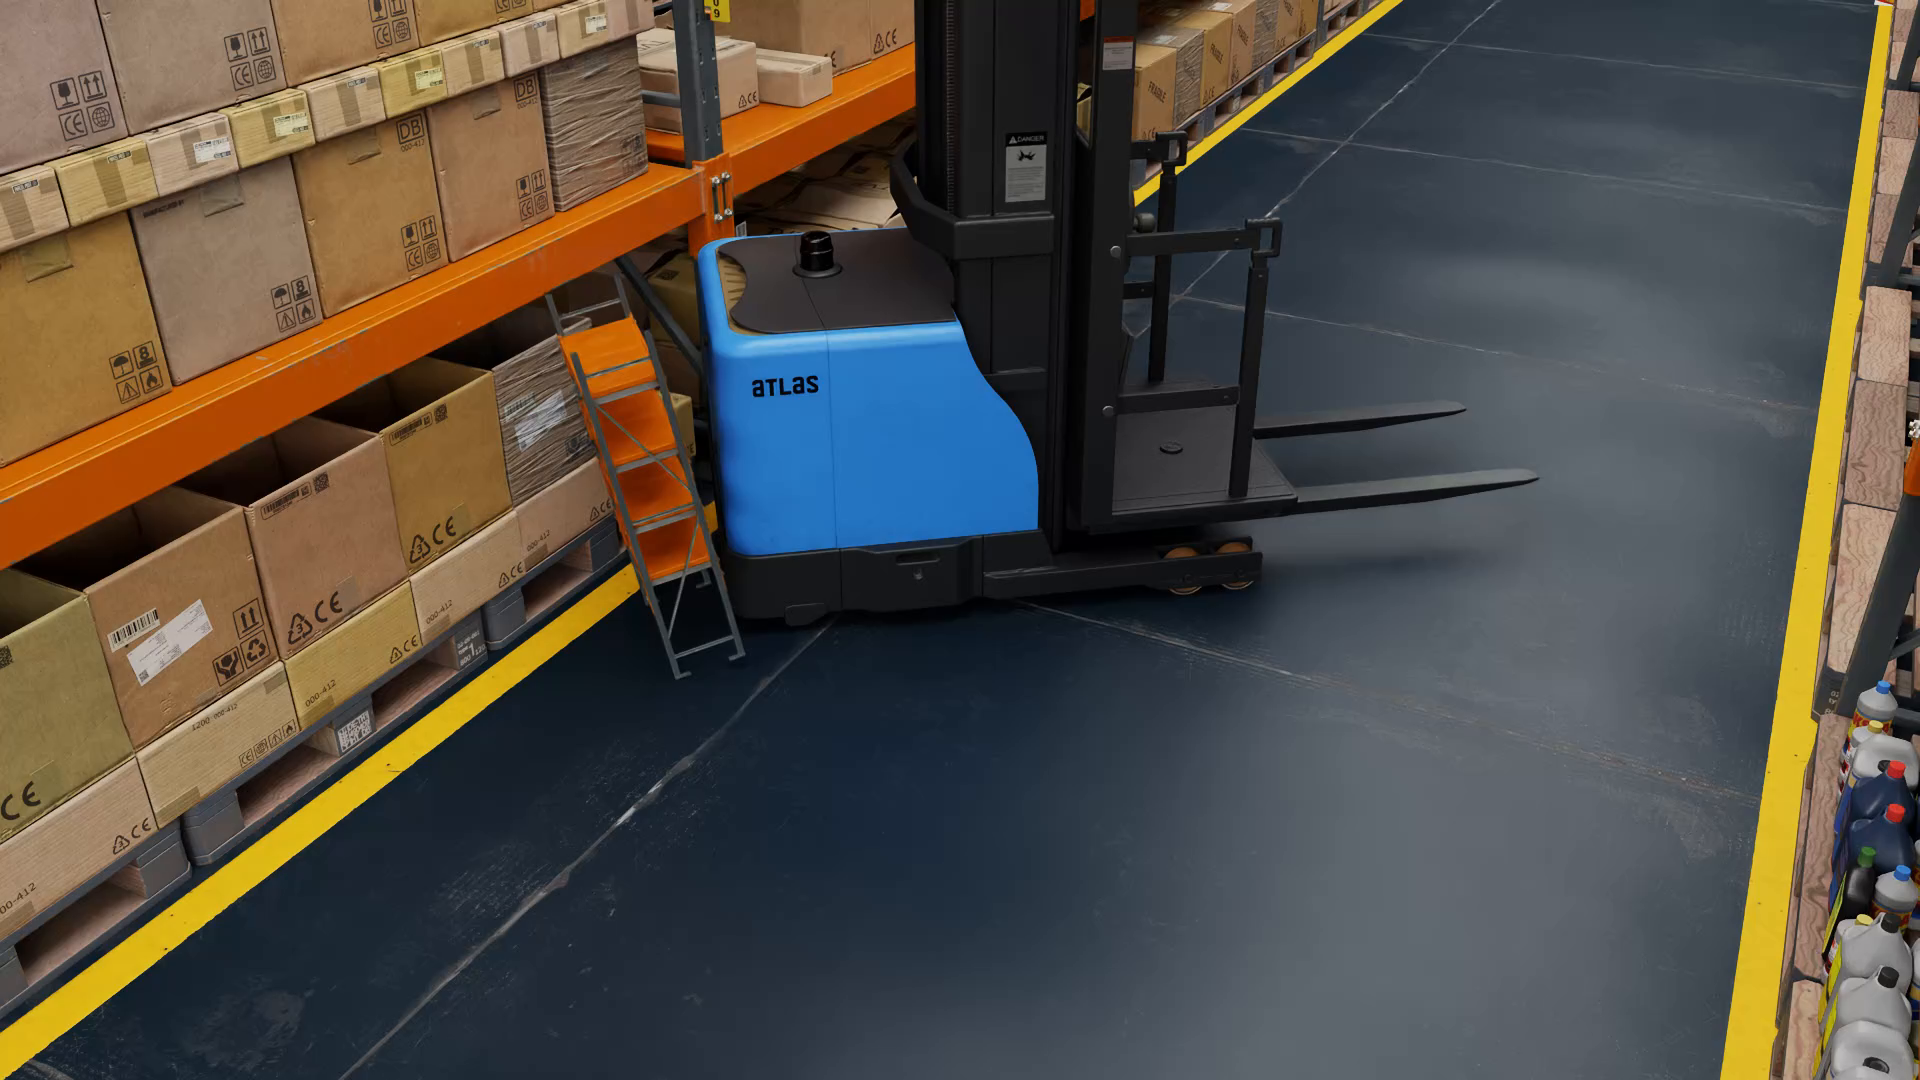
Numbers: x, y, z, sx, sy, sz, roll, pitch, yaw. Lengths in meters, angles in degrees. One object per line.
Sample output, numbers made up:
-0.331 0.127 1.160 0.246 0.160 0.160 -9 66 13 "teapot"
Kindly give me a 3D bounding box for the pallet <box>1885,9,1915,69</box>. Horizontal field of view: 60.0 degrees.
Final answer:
7.578 -3.736 12.543 1.003 0.211 1.213 14 33 23 "pallet"

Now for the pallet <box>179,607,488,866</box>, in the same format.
-2.284 0.449 5.256 1.003 0.211 1.213 14 33 23 "pallet"

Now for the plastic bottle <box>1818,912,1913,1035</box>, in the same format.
2.062 0.973 3.762 0.144 0.351 0.185 14 33 23 "plastic bottle"

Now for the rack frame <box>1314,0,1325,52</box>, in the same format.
2.315 -5.193 12.280 1.000 3.000 0.127 14 33 23 "rack frame"

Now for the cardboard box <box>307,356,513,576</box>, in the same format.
-1.809 -0.264 5.284 0.500 0.500 0.500 14 33 23 "cardboard box"

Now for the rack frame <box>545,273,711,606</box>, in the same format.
-1.090 -0.306 5.547 0.240 1.200 0.015 -19 34 -12 "rack frame"

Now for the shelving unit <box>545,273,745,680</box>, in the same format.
-1.004 -0.192 5.349 0.258 1.200 0.503 -19 34 -12 "shelving unit"

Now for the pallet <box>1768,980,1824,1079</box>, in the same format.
2.181 1.520 3.392 1.003 0.211 1.213 14 33 23 "pallet"

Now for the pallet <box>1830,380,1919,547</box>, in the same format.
3.956 -0.211 6.406 1.003 0.211 1.213 14 33 23 "pallet"

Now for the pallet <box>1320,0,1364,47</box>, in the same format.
2.629 -4.287 13.504 1.003 0.211 1.213 14 33 23 "pallet"

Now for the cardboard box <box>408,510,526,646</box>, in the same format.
-1.797 0.064 5.466 0.500 0.250 0.500 14 33 23 "cardboard box"

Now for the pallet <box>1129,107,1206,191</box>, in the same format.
0.866 -2.532 10.448 1.003 0.211 1.213 14 33 23 "pallet"

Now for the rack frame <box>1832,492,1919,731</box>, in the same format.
3.078 -0.521 4.145 1.000 3.000 0.127 14 33 23 "rack frame"

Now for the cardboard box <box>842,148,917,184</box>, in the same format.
-0.220 -1.687 7.953 0.500 0.311 0.500 15 33 25 "cardboard box"

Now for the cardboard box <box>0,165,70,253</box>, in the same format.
-2.312 -0.781 3.845 0.380 0.149 0.250 13 32 22 "cardboard box"

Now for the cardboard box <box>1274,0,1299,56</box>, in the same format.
2.113 -3.798 11.921 0.500 0.500 0.500 14 33 23 "cardboard box"

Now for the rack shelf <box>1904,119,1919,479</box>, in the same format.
3.989 -1.095 5.868 1.077 0.370 4.000 14 33 23 "rack shelf"

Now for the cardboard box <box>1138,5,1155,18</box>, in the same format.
0.946 -3.223 10.919 0.500 0.500 0.500 13 32 22 "cardboard box"

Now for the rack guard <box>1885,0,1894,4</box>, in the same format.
8.544 -4.770 14.054 1.175 0.500 0.348 14 33 23 "rack guard"

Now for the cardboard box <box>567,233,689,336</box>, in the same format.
-1.400 -1.124 6.971 0.500 0.311 0.500 14 33 23 "cardboard box"

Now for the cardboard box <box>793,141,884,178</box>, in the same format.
-0.707 -1.798 8.146 0.500 0.311 0.500 14 33 23 "cardboard box"

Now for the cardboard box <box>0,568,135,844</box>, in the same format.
-2.483 0.403 4.123 0.500 0.500 0.500 14 33 23 "cardboard box"

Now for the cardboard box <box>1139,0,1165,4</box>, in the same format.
1.194 -3.800 11.170 0.500 0.250 0.500 14 33 22 "cardboard box"

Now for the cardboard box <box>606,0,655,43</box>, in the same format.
-1.263 -1.802 5.623 0.380 0.149 0.250 14 33 23 "cardboard box"

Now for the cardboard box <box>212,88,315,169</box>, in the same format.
-1.961 -1.121 4.437 0.380 0.149 0.250 15 33 25 "cardboard box"

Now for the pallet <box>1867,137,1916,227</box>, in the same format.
5.779 -1.982 9.490 1.003 0.211 1.213 14 33 23 "pallet"

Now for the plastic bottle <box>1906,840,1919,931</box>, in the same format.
2.383 0.827 4.096 0.097 0.271 0.097 0 30 0 "plastic bottle"

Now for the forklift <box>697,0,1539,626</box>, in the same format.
0.614 -1.330 5.622 3.031 2.935 1.130 -5 30 -9 "forklift"

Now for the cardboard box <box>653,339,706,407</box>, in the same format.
-0.925 -0.758 6.898 0.500 0.250 0.500 13 33 22 "cardboard box"

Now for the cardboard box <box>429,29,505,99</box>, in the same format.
-1.613 -1.459 5.027 0.380 0.149 0.250 14 33 23 "cardboard box"

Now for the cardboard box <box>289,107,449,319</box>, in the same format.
-1.993 -1.034 4.939 0.700 0.500 0.500 15 33 24 "cardboard box"

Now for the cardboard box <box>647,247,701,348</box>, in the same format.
-0.920 -1.006 6.765 0.500 0.311 0.500 14 33 23 "cardboard box"

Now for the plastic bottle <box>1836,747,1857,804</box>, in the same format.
2.450 0.634 4.502 0.097 0.201 0.097 0 30 0 "plastic bottle"

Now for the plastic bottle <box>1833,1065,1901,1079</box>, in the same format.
1.842 1.224 3.400 0.152 0.276 0.135 15 33 24 "plastic bottle"

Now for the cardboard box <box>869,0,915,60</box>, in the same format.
-0.497 -2.482 7.459 0.500 0.500 0.500 14 33 23 "cardboard box"

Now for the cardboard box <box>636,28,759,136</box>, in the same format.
-1.144 -1.809 6.539 0.500 0.250 0.500 17 34 26 "cardboard box"

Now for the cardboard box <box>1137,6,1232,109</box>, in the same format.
1.421 -3.118 10.735 0.500 0.500 0.500 14 33 23 "cardboard box"

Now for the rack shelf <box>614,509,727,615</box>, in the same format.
-0.962 0.027 5.493 0.258 0.148 0.480 -19 34 -12 "rack shelf"

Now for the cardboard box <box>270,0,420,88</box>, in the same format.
-1.984 -1.608 4.634 0.700 0.500 0.500 14 33 23 "cardboard box"

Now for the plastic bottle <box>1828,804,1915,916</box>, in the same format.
2.255 0.785 4.090 0.144 0.351 0.185 13 32 21 "plastic bottle"

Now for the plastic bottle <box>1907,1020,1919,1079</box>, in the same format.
2.104 1.128 3.641 0.097 0.201 0.097 0 30 0 "plastic bottle"

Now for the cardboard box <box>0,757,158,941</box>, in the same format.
-2.485 0.728 4.310 0.500 0.250 0.500 14 33 23 "cardboard box"
